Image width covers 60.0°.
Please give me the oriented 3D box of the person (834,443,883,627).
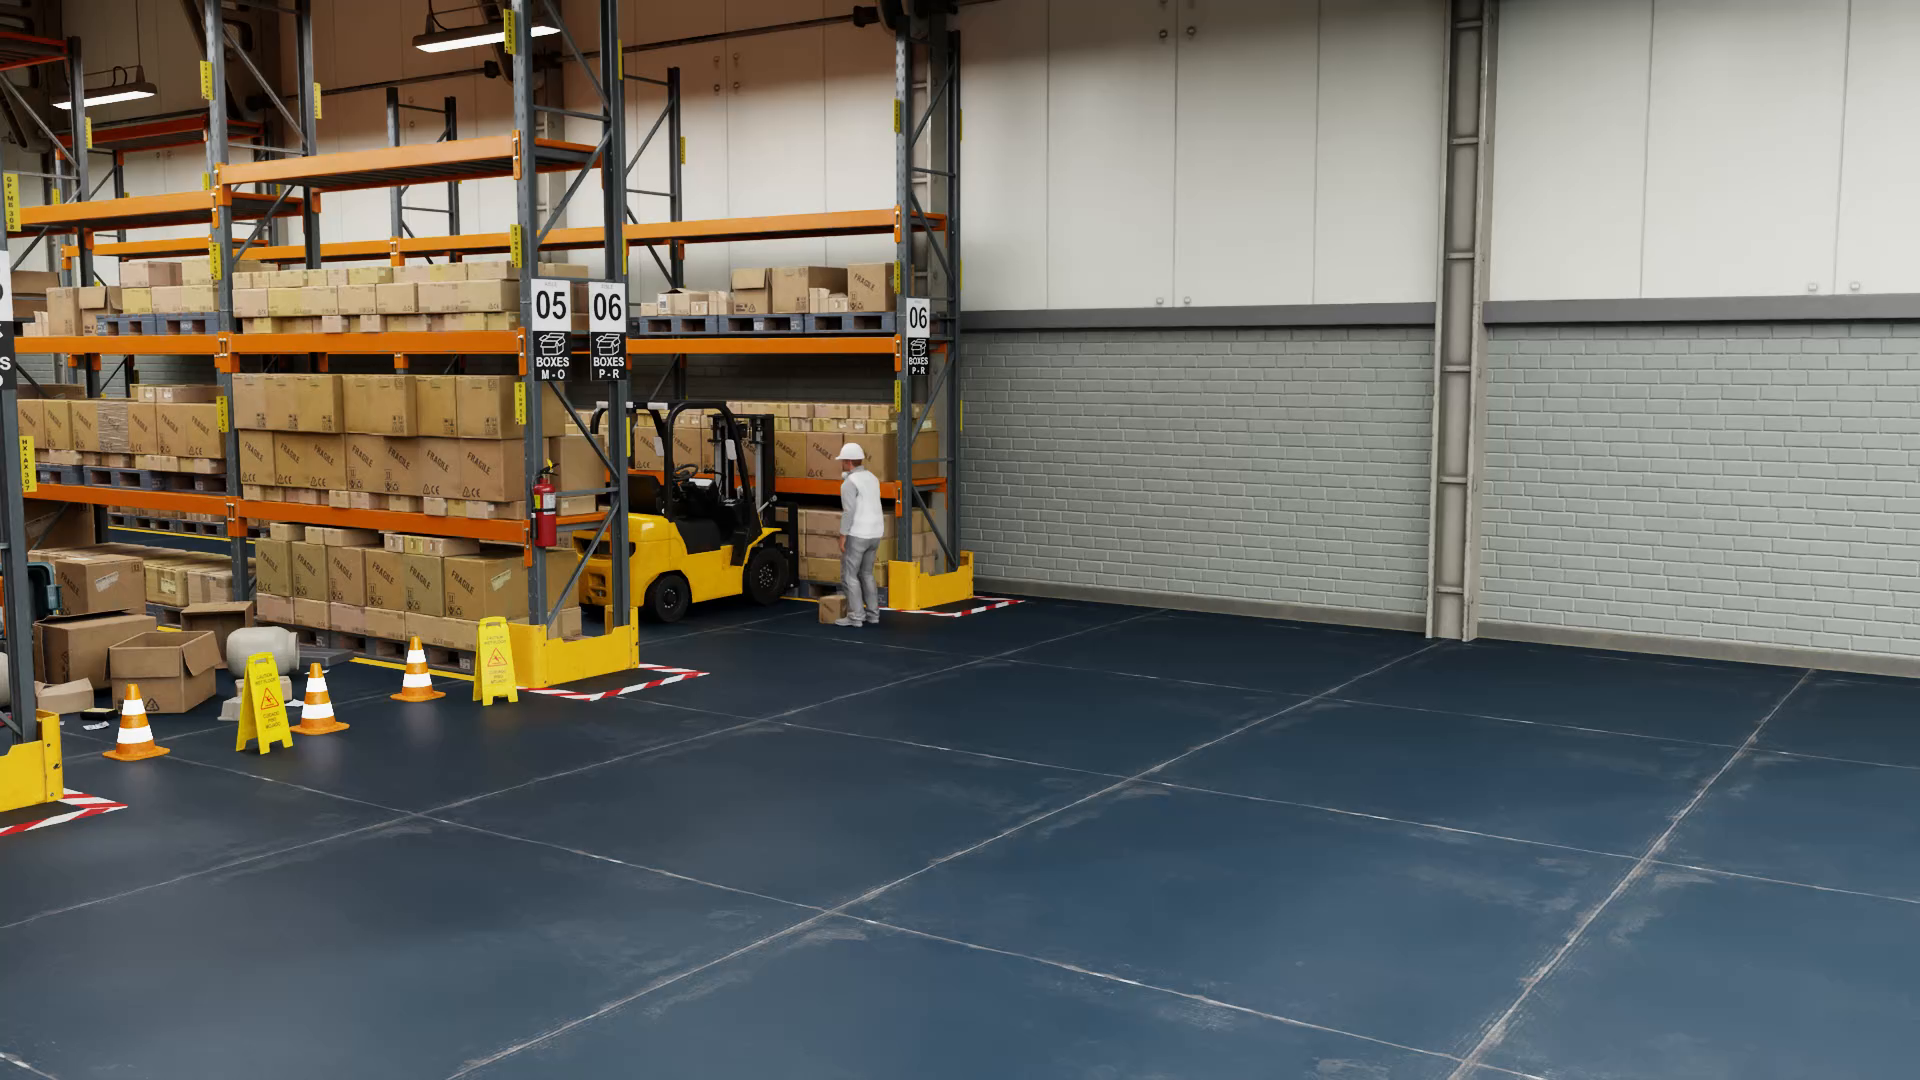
[{"bbox_3d":[-0.991,-0.054,16.143,0.465,1.771,0.592,4,7,30],"label":"person"}]
